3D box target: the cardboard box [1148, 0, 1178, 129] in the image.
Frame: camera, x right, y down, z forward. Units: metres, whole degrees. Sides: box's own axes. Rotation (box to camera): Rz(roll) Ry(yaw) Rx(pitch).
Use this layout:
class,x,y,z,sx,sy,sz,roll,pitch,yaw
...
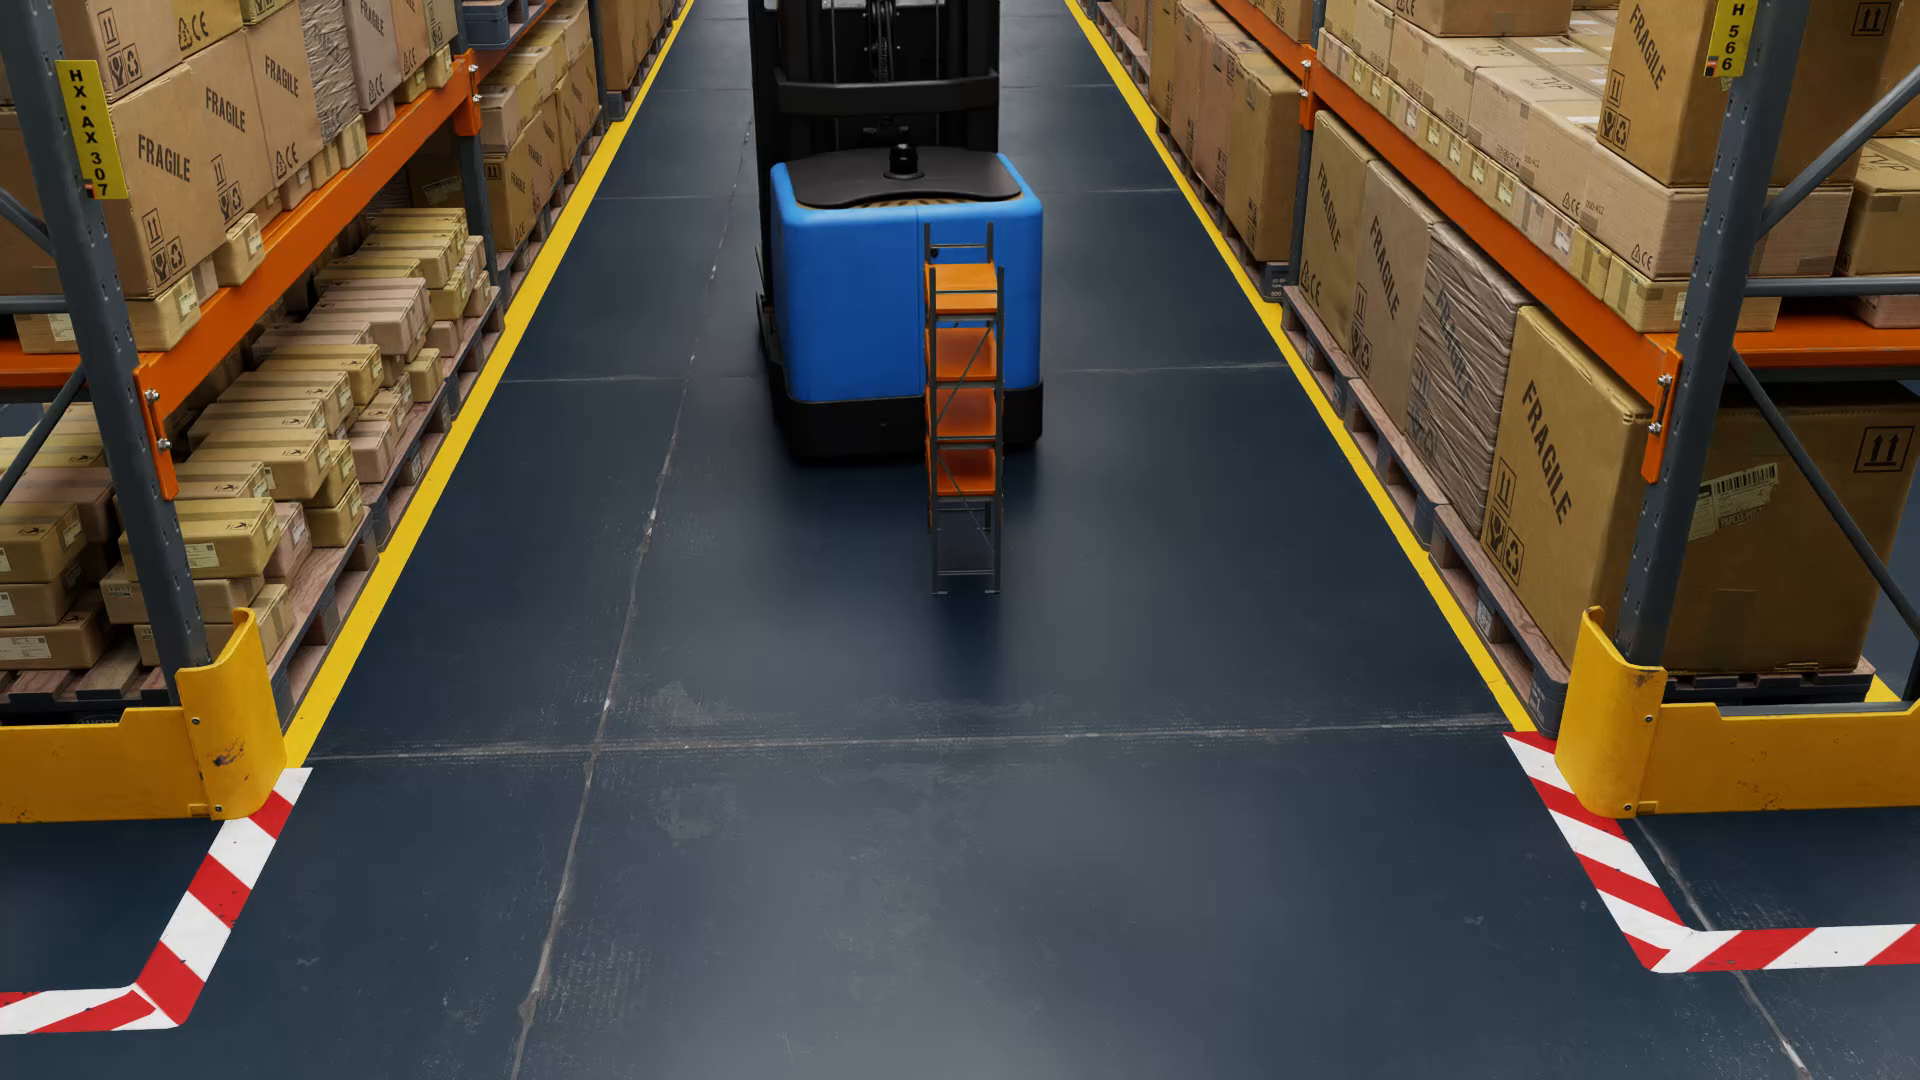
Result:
class,x,y,z,sx,sy,sz,roll,pitch,yaw
cardboard box,1.966,-3.259,11.099,1.225,0.875,0.875,-3,28,-5

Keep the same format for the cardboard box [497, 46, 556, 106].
class,x,y,z,sx,sy,sz,roll,pitch,yaw
cardboard box,-2.626,-2.653,9.532,0.500,0.250,0.500,0,28,-1

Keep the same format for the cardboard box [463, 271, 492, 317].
class,x,y,z,sx,sy,sz,roll,pitch,yaw
cardboard box,-2.438,-1.163,7.865,0.380,0.149,0.250,-1,28,-2

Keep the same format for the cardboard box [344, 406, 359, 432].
class,x,y,z,sx,sy,sz,roll,pitch,yaw
cardboard box,-2.489,-0.473,6.221,0.380,0.149,0.250,0,28,0

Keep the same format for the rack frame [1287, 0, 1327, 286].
class,x,y,z,sx,sy,sz,roll,pitch,yaw
rack frame,2.160,-2.487,7.775,1.000,3.000,0.127,-1,28,-3

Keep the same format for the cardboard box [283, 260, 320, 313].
class,x,y,z,sx,sy,sz,roll,pitch,yaw
cardboard box,-2.934,-1.072,7.046,0.380,0.149,0.250,-2,28,-4

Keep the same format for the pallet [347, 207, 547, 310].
class,x,y,z,sx,sy,sz,roll,pitch,yaw
pallet,-2.841,-1.537,8.969,1.003,0.211,1.213,-1,28,-3

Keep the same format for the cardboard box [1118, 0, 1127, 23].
class,x,y,z,sx,sy,sz,roll,pitch,yaw
cardboard box,1.759,-4.763,14.367,0.700,0.500,0.500,-2,28,-3

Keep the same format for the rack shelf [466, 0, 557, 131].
class,x,y,z,sx,sy,sz,roll,pitch,yaw
rack shelf,-2.903,-3.019,9.572,1.077,0.370,4.000,-1,28,-3

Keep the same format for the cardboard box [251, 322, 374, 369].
class,x,y,z,sx,sy,sz,roll,pitch,yaw
cardboard box,-2.475,-0.724,6.380,0.380,0.149,0.250,-1,28,-3

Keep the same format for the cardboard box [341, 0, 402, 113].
class,x,y,z,sx,sy,sz,roll,pitch,yaw
cardboard box,-2.441,-1.904,6.227,0.500,0.500,0.500,-2,28,-3

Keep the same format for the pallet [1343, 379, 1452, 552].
class,x,y,z,sx,sy,sz,roll,pitch,yaw
pallet,2.188,-0.333,6.660,1.003,0.211,1.213,-1,28,-3

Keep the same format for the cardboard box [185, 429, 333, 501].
class,x,y,z,sx,sy,sz,roll,pitch,yaw
cardboard box,-2.298,-0.247,5.465,0.380,0.149,0.250,-1,28,-3

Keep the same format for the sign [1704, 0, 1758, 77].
class,x,y,z,sx,sy,sz,roll,pitch,yaw
sign,1.826,-1.252,3.898,0.100,0.325,0.005,-1,28,-3

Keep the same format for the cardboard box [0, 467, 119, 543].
class,x,y,z,sx,sy,sz,roll,pitch,yaw
cardboard box,-2.826,-0.108,5.200,0.380,0.149,0.250,-1,28,-2

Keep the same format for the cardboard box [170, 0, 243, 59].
class,x,y,z,sx,sy,sz,roll,pitch,yaw
cardboard box,-2.381,-1.633,4.626,0.500,0.500,0.500,-1,28,-1

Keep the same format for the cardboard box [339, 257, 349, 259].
class,x,y,z,sx,sy,sz,roll,pitch,yaw
cardboard box,-2.997,-1.178,7.572,0.380,0.149,0.250,-1,28,-2

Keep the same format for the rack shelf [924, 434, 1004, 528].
class,x,y,z,sx,sy,sz,roll,pitch,yaw
rack shelf,0.009,-0.220,5.949,0.258,0.148,0.480,-1,28,-3

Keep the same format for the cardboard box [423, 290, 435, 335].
class,x,y,z,sx,sy,sz,roll,pitch,yaw
cardboard box,-2.492,-0.964,7.162,0.380,0.149,0.250,-1,28,-2

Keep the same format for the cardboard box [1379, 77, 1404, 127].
class,x,y,z,sx,sy,sz,roll,pitch,yaw
cardboard box,1.900,-1.749,6.630,0.380,0.149,0.250,-2,28,-3

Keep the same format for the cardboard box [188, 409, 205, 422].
class,x,y,z,sx,sy,sz,roll,pitch,yaw
cardboard box,-2.966,-0.455,6.186,0.380,0.149,0.250,0,28,0

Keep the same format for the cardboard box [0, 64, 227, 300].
class,x,y,z,sx,sy,sz,roll,pitch,yaw
cardboard box,-2.337,-0.957,4.411,0.500,0.500,0.500,0,28,0

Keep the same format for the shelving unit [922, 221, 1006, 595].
class,x,y,z,sx,sy,sz,roll,pitch,yaw
shelving unit,0.009,-0.456,5.826,0.258,1.200,0.503,-1,28,-3

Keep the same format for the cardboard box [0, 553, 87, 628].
class,x,y,z,sx,sy,sz,roll,pitch,yaw
cardboard box,-2.902,0.142,5.040,0.380,0.149,0.250,-2,28,-4

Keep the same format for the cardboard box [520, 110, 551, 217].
class,x,y,z,sx,sy,sz,roll,pitch,yaw
cardboard box,-2.602,-2.084,9.250,0.500,0.500,0.500,0,28,0

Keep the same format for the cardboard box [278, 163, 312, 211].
class,x,y,z,sx,sy,sz,roll,pitch,yaw
cardboard box,-2.419,-1.212,5.601,0.380,0.149,0.250,-2,28,-4

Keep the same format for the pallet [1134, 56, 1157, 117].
class,x,y,z,sx,sy,sz,roll,pitch,yaw
pallet,1.912,-3.459,12.653,1.003,0.211,1.213,-1,28,-3

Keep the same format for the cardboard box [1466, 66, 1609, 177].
class,x,y,z,sx,sy,sz,roll,pitch,yaw
cardboard box,2.025,-1.392,5.516,0.500,0.250,0.500,-2,28,-4

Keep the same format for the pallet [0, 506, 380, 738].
class,x,y,z,sx,sy,sz,roll,pitch,yaw
pallet,-2.601,0.259,5.526,1.003,0.211,1.213,-1,28,-3

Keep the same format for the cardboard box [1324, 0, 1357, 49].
class,x,y,z,sx,sy,sz,roll,pitch,yaw
cardboard box,1.923,-2.329,7.313,0.500,0.250,0.500,-2,28,-4

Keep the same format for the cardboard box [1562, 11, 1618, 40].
class,x,y,z,sx,sy,sz,roll,pitch,yaw
cardboard box,2.501,-1.880,6.452,0.500,0.250,0.500,-1,28,-2

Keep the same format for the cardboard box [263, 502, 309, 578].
class,x,y,z,sx,sy,sz,roll,pitch,yaw
cardboard box,-2.319,0.003,5.307,0.380,0.149,0.250,-2,28,-3

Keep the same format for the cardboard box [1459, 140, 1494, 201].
class,x,y,z,sx,sy,sz,roll,pitch,yaw
cardboard box,1.952,-1.276,5.725,0.380,0.149,0.250,-1,28,-2

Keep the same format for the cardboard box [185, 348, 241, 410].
class,x,y,z,sx,sy,sz,roll,pitch,yaw
cardboard box,-2.890,-0.593,6.129,0.380,0.149,0.250,-2,28,-4

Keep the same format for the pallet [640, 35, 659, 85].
class,x,y,z,sx,sy,sz,roll,pitch,yaw
pallet,-3.034,-3.953,13.600,1.003,0.211,1.213,-1,28,-3

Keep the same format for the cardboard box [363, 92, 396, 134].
class,x,y,z,sx,sy,sz,roll,pitch,yaw
cardboard box,-2.441,-1.691,6.520,0.380,0.149,0.250,-3,28,-5

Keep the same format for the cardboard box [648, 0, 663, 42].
class,x,y,z,sx,sy,sz,roll,pitch,yaw
cardboard box,-3.048,-4.567,13.741,1.050,0.750,0.750,-1,28,-3

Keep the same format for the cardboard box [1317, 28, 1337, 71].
class,x,y,z,sx,sy,sz,roll,pitch,yaw
cardboard box,1.843,-2.231,7.556,0.380,0.149,0.250,-1,28,-3

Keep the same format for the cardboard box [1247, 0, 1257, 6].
class,x,y,z,sx,sy,sz,roll,pitch,yaw
cardboard box,1.809,-3.211,9.054,0.500,0.500,0.500,-2,28,-3

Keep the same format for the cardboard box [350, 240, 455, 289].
class,x,y,z,sx,sy,sz,roll,pitch,yaw
cardboard box,-2.447,-1.210,7.312,0.380,0.149,0.250,-2,28,-3

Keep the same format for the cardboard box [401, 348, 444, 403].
class,x,y,z,sx,sy,sz,roll,pitch,yaw
cardboard box,-2.384,-0.685,6.949,0.380,0.149,0.250,-1,28,-3

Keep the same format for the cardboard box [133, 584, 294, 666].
class,x,y,z,sx,sy,sz,roll,pitch,yaw
cardboard box,-2.298,0.261,5.134,0.380,0.149,0.250,-1,28,-2

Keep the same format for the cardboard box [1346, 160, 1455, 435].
class,x,y,z,sx,sy,sz,roll,pitch,yaw
cardboard box,2.161,-1.009,6.784,0.875,0.875,0.875,-1,28,-3

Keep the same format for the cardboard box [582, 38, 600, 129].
class,x,y,z,sx,sy,sz,roll,pitch,yaw
cardboard box,-2.712,-3.041,11.087,0.500,0.500,0.500,-2,28,-3

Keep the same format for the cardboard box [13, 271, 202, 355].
class,x,y,z,sx,sy,sz,roll,pitch,yaw
cardboard box,-2.279,-0.613,4.453,0.380,0.149,0.250,-2,28,-3

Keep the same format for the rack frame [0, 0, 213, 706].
class,x,y,z,sx,sy,sz,roll,pitch,yaw
rack frame,-2.590,-0.567,4.093,1.000,3.000,0.127,-1,28,-3

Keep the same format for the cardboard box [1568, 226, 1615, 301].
class,x,y,z,sx,sy,sz,roll,pitch,yaw
cardboard box,2.006,-0.805,4.821,0.380,0.149,0.250,-1,28,-2

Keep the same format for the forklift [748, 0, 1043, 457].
class,x,y,z,sx,sy,sz,roll,pitch,yaw
forklift,-0.412,-2.293,7.476,1.130,2.935,3.031,-4,28,-9

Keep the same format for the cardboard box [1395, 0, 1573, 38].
class,x,y,z,sx,sy,sz,roll,pitch,yaw
cardboard box,1.979,-2.190,6.234,0.500,0.500,0.500,-2,28,-4
